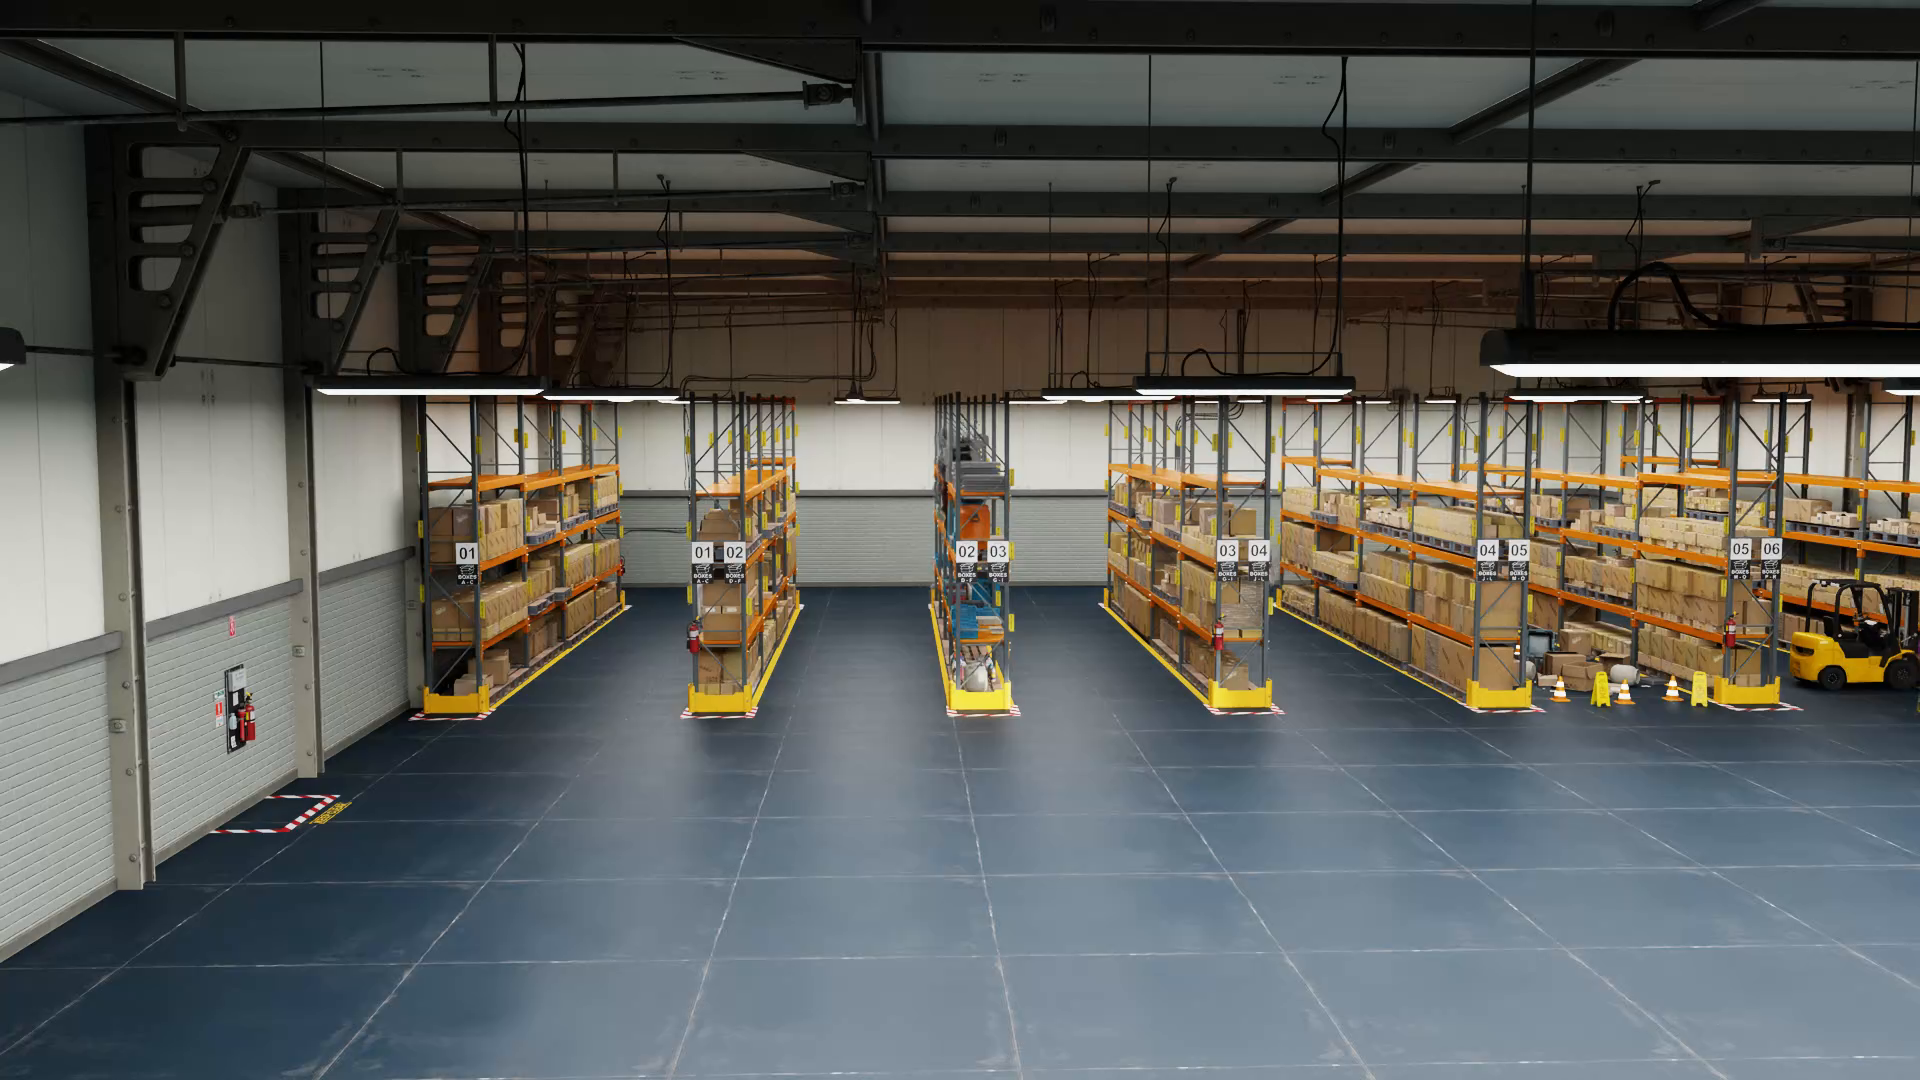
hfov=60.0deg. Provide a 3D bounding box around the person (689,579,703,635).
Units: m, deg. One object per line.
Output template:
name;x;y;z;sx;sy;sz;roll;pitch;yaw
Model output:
person;-6.391;1.542;41.247;0.657;1.788;0.911;-1;5;-7

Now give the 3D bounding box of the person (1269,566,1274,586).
person;8.036;1.305;44.410;0.705;1.750;0.687;0;5;3

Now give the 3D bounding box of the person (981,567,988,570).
person;0.498;0.955;49.268;0.802;1.690;0.695;0;5;6
